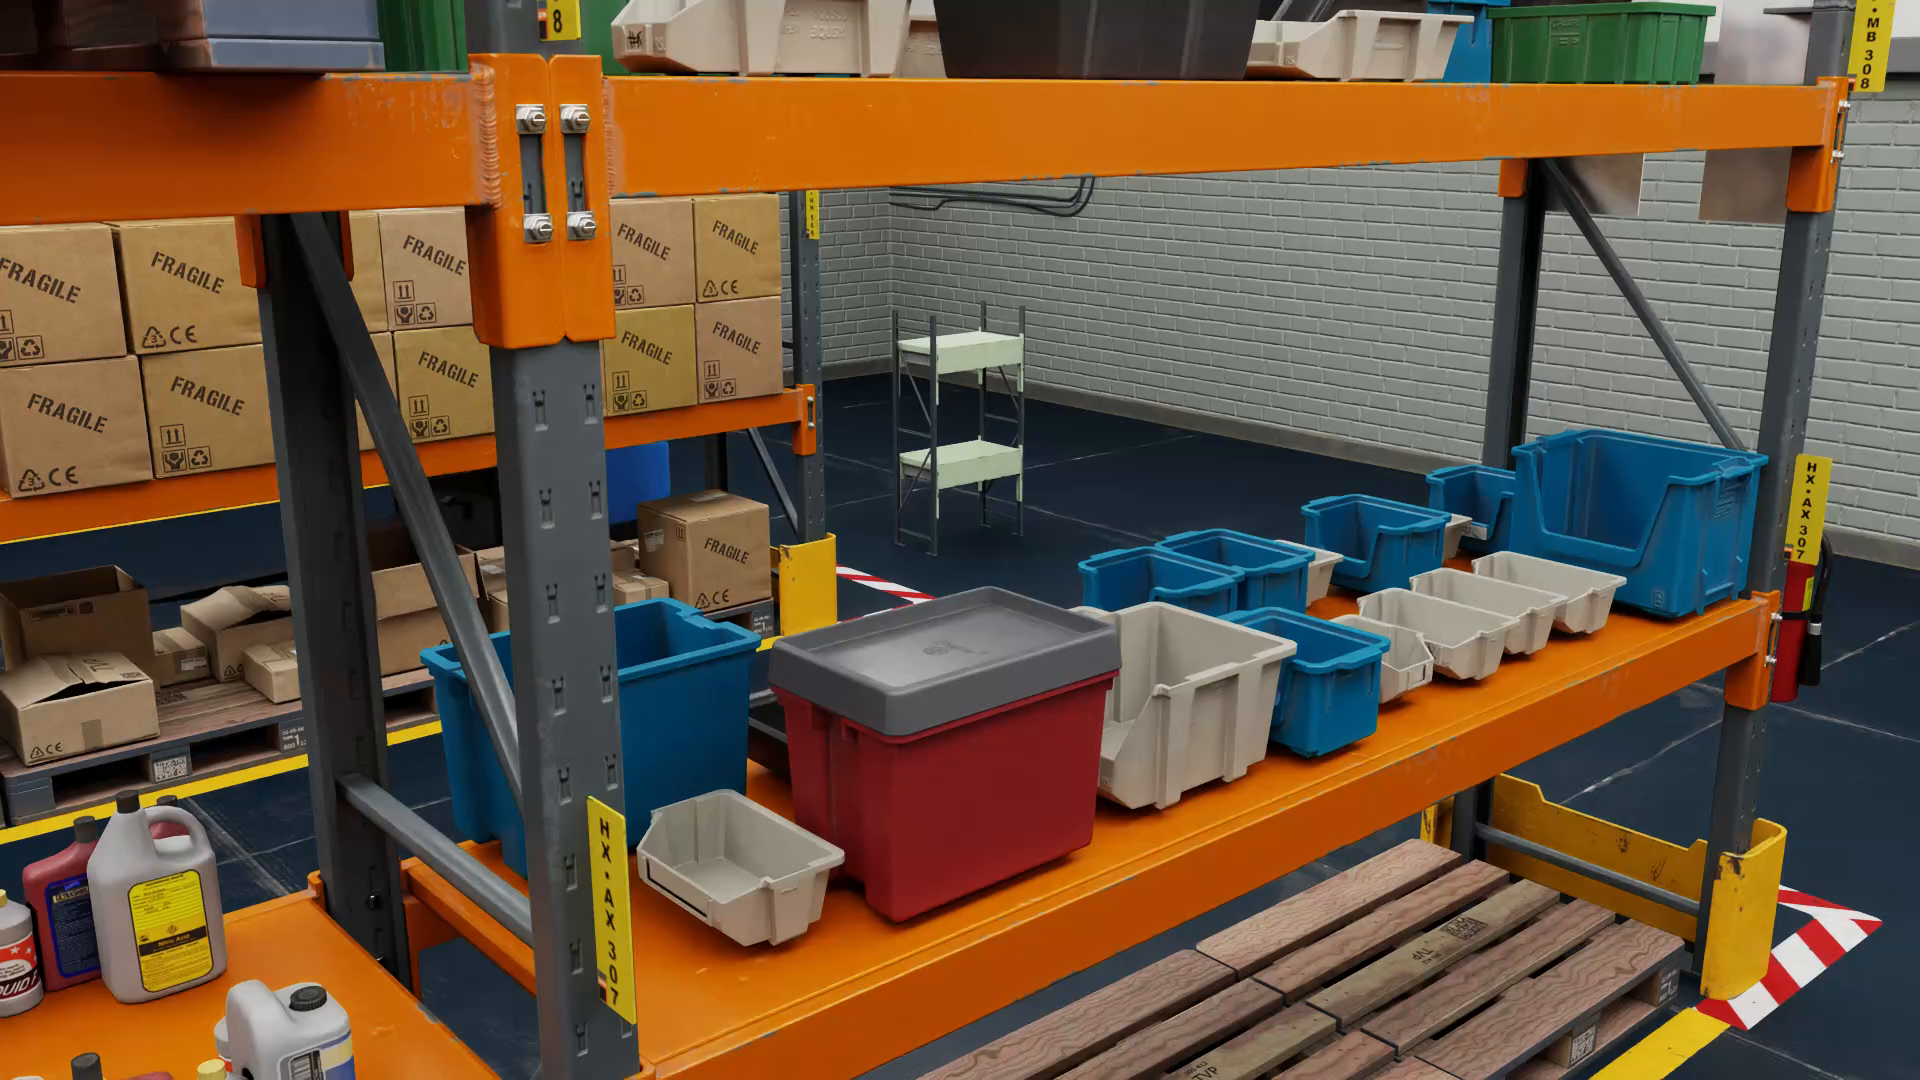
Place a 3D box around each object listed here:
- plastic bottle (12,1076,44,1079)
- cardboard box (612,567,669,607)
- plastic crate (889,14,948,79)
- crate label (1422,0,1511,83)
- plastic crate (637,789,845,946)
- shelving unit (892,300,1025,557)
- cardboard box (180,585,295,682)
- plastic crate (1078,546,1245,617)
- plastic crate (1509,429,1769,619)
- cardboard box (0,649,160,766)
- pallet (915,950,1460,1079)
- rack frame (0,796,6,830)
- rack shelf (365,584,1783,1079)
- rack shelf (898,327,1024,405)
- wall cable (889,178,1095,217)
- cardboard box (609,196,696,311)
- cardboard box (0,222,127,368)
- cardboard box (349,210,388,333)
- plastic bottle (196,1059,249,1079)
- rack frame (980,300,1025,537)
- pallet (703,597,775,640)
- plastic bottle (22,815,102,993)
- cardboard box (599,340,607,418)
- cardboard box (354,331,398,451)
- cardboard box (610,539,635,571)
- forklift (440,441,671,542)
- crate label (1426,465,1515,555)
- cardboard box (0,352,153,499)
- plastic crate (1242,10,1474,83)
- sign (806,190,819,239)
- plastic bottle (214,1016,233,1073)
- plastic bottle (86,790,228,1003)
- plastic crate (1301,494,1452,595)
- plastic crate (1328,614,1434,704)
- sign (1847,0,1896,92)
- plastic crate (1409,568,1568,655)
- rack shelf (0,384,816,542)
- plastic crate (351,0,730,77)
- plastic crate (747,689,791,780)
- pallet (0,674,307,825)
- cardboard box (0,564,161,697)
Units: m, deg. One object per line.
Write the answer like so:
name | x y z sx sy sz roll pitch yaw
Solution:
plastic bottle | -1.223 0.813 2.136 0.135 0.276 0.152 -13 19 -39
cardboard box | -1.707 0.266 8.580 0.250 0.166 0.380 -13 19 -39
plastic crate | -0.153 -1.050 3.568 0.466 0.136 0.293 -13 19 -39
crate label | 1.247 -1.401 4.656 0.502 0.251 0.408 -13 19 -39
plastic crate | -0.417 0.608 3.054 0.243 0.136 0.396 -13 19 -39
shelving unit | -0.005 -0.723 10.552 0.755 1.500 0.431 -13 19 -39
cardboard box | -3.302 0.404 7.783 0.500 0.311 0.500 -13 19 -39
plastic crate | 0.533 0.187 4.446 0.300 0.233 0.416 -13 19 -39
plastic crate | 2.025 -0.070 5.013 0.499 0.435 0.616 -13 19 -39
cardboard box | -3.652 0.654 6.848 0.500 0.311 0.500 -13 19 -39
pallet | 0.588 1.568 4.469 1.213 0.211 1.003 -13 19 -39
rack frame | -4.111 -0.404 6.450 0.127 3.000 1.000 -13 19 -39
rack shelf | 0.647 0.570 4.198 4.000 0.370 1.077 -13 19 -39
rack shelf | -0.005 -1.100 10.451 0.720 0.370 0.431 -13 19 -39
wall cable | 0.153 -4.332 15.547 0.112 2.526 3.097 -13 19 -39
cardboard box | -1.629 -1.398 8.041 0.500 0.500 0.500 -12 19 -38
cardboard box | -3.571 -0.960 6.401 0.500 0.500 0.500 -12 19 -38
cardboard box | -2.794 -1.135 7.055 0.500 0.500 0.500 -13 20 -41
plastic bottle | -1.017 0.812 2.284 0.097 0.201 0.097 0 15 0
rack frame | 0.271 -0.785 10.784 0.023 1.500 0.400 -13 19 -39
pallet | -1.752 0.414 8.792 1.213 0.211 1.003 -13 19 -39
plastic bottle | -1.520 0.619 2.846 0.133 0.283 0.061 -13 19 -39
cardboard box | -2.022 -0.829 7.847 0.500 0.500 0.500 -12 19 -39
cardboard box | -2.785 -0.657 7.204 0.500 0.500 0.500 -13 20 -40
cardboard box | -2.067 0.156 8.829 0.500 0.250 0.500 -13 19 -39
forklift | -3.118 -1.101 9.192 1.130 2.935 3.031 13 20 40
crate label | 1.753 -0.087 5.471 0.303 0.233 0.416 -13 19 -39
cardboard box | -3.548 -0.485 6.561 0.500 0.500 0.500 -12 19 -38
plastic crate | 0.759 -1.040 3.529 0.530 0.136 0.437 -13 19 -39
sign | -0.744 -1.682 8.379 0.005 0.325 0.100 -13 19 -39
plastic bottle | -1.043 0.766 2.456 0.097 0.201 0.097 0 15 0
plastic bottle | -1.371 0.588 2.831 0.185 0.351 0.144 -13 19 -39
plastic crate | 1.256 0.025 5.054 0.300 0.233 0.416 -13 19 -39
plastic crate | 1.026 0.307 4.182 0.250 0.136 0.298 -13 19 -39
sign | 2.529 -1.411 4.610 0.005 0.325 0.100 -13 19 -39
plastic crate | 1.431 0.202 4.578 0.243 0.136 0.396 -13 19 -39
rack shelf | -2.602 -0.395 7.811 4.000 0.370 1.077 -13 19 -39
plastic crate | -0.741 -0.916 2.966 0.662 0.188 0.450 -13 19 -39
plastic crate | -0.194 0.423 3.770 0.590 0.125 0.437 -13 19 -39
pallet | -3.592 0.827 7.244 1.213 0.211 1.003 -13 19 -39
cardboard box | -3.867 0.439 7.283 0.500 0.500 0.500 -13 19 -39
